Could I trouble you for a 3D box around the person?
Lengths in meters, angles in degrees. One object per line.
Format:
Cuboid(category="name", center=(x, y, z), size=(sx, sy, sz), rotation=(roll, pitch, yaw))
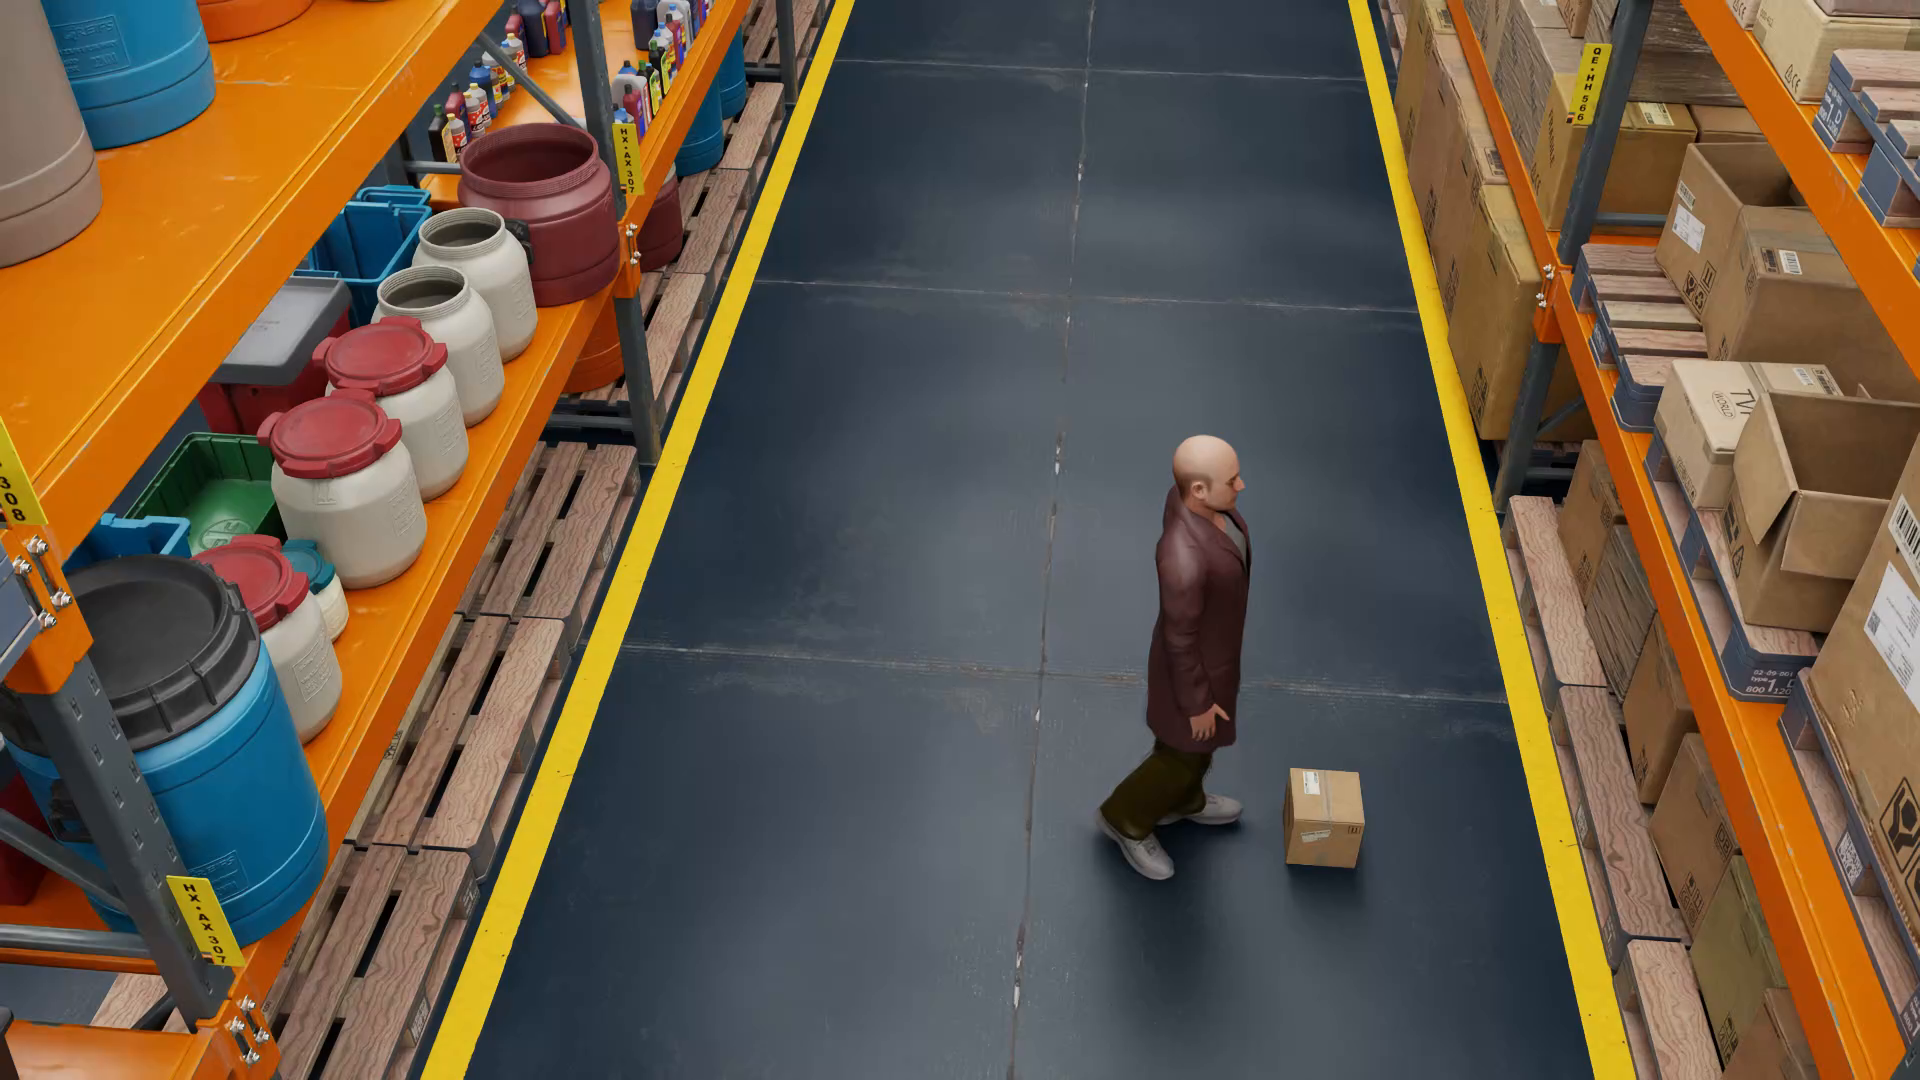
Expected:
Cuboid(category="person", center=(0.777, 0.396, 5.665), size=(0.540, 1.777, 0.631), rotation=(8, 40, 10))
